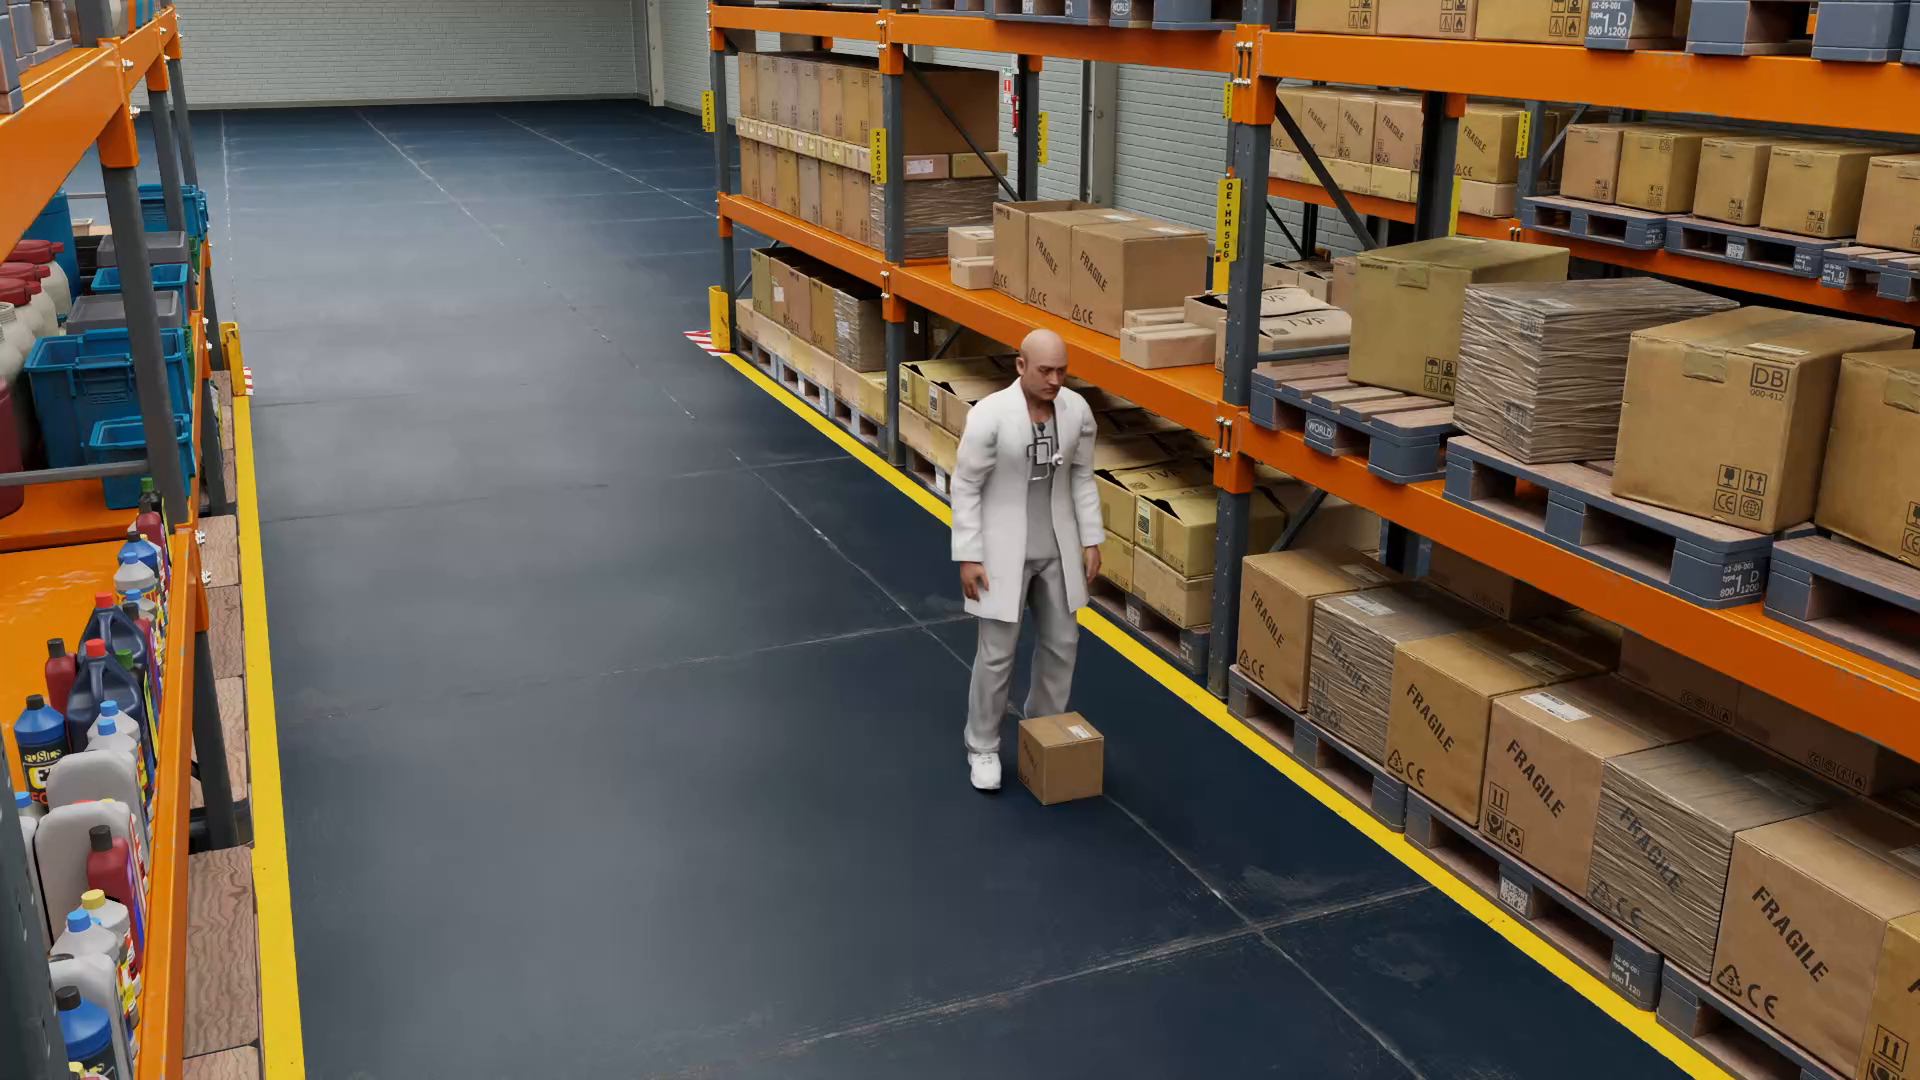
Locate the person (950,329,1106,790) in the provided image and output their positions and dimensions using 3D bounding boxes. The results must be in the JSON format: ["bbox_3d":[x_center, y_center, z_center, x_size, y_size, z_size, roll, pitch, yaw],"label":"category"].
[{"bbox_3d":[0.267,0.115,6.438,0.646,1.649,0.421,-8,20,-22],"label":"person"}]
